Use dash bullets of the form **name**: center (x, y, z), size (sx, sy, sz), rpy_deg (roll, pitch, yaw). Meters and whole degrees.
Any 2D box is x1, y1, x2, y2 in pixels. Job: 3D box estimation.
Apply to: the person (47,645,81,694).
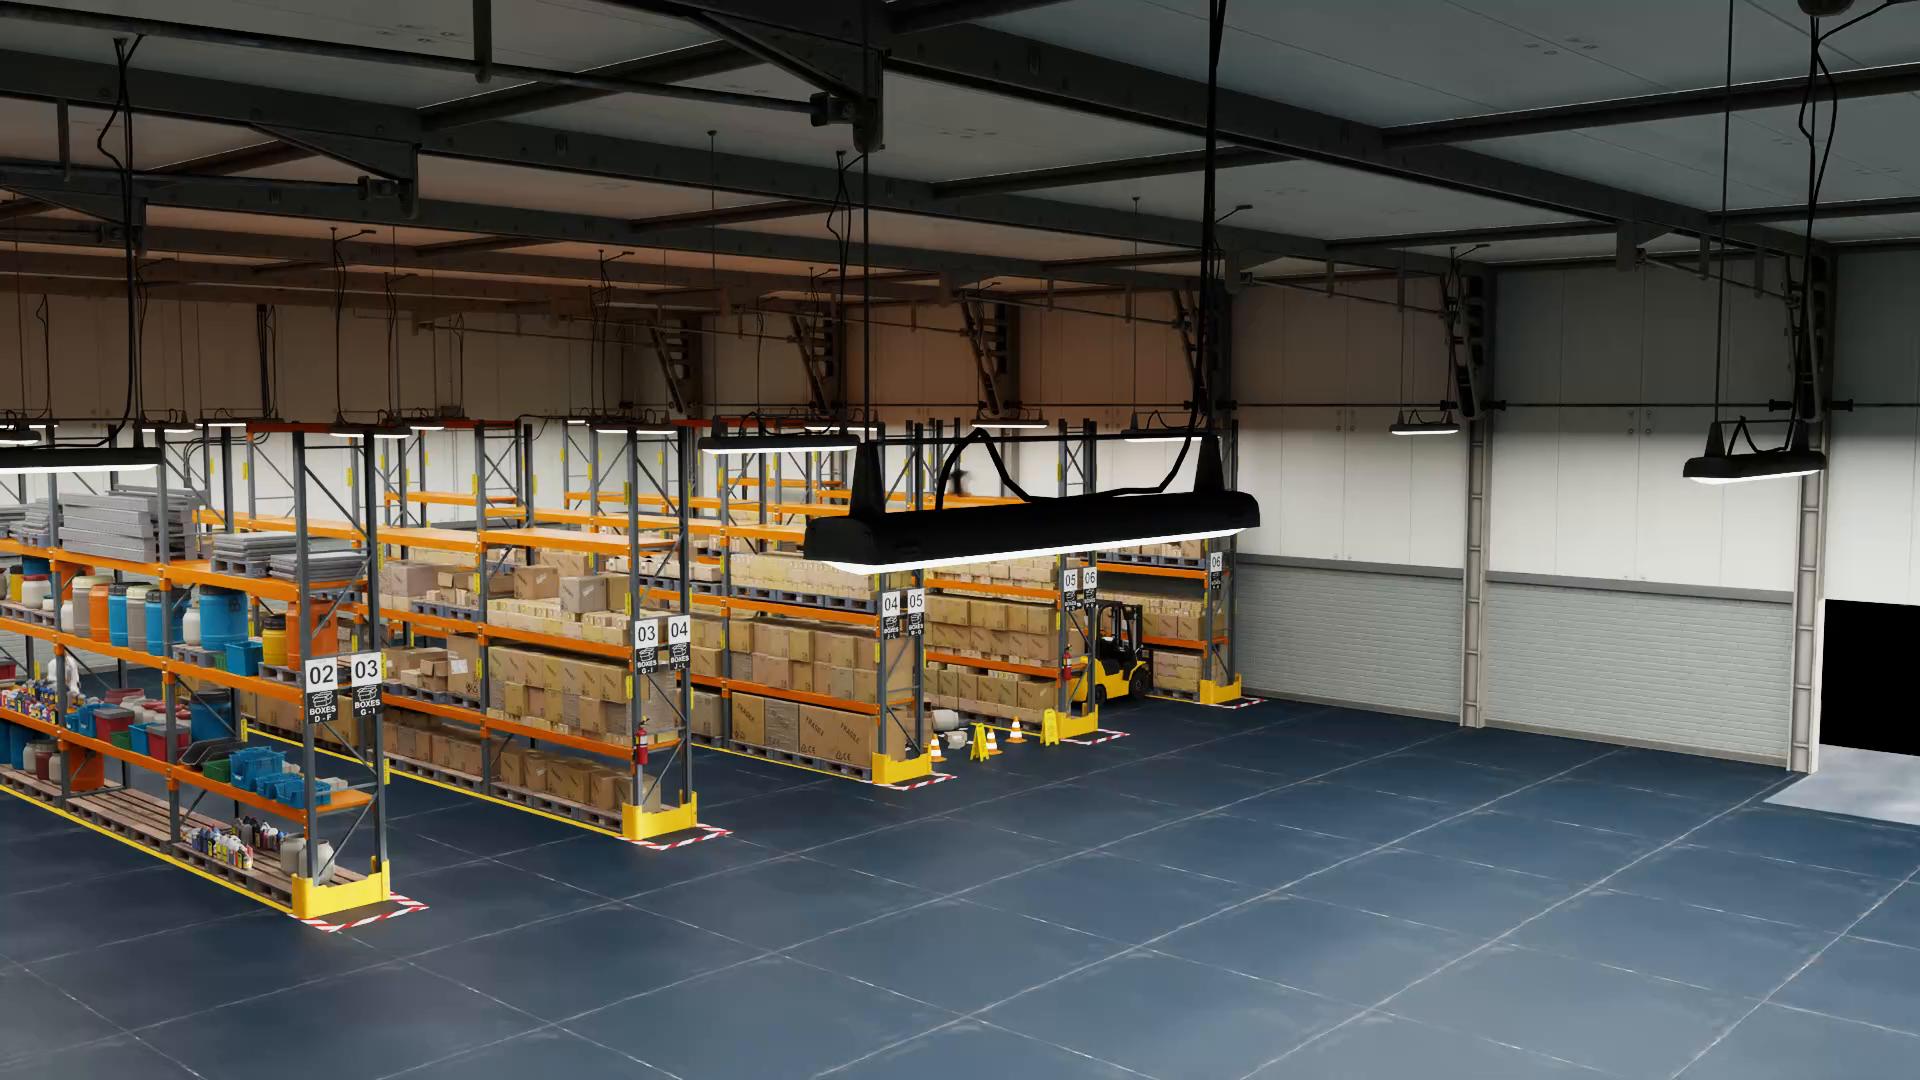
- **person**: center (-17.006, 2.870, 31.612), size (0.849, 1.780, 0.657), rpy_deg (4, 6, 39)
